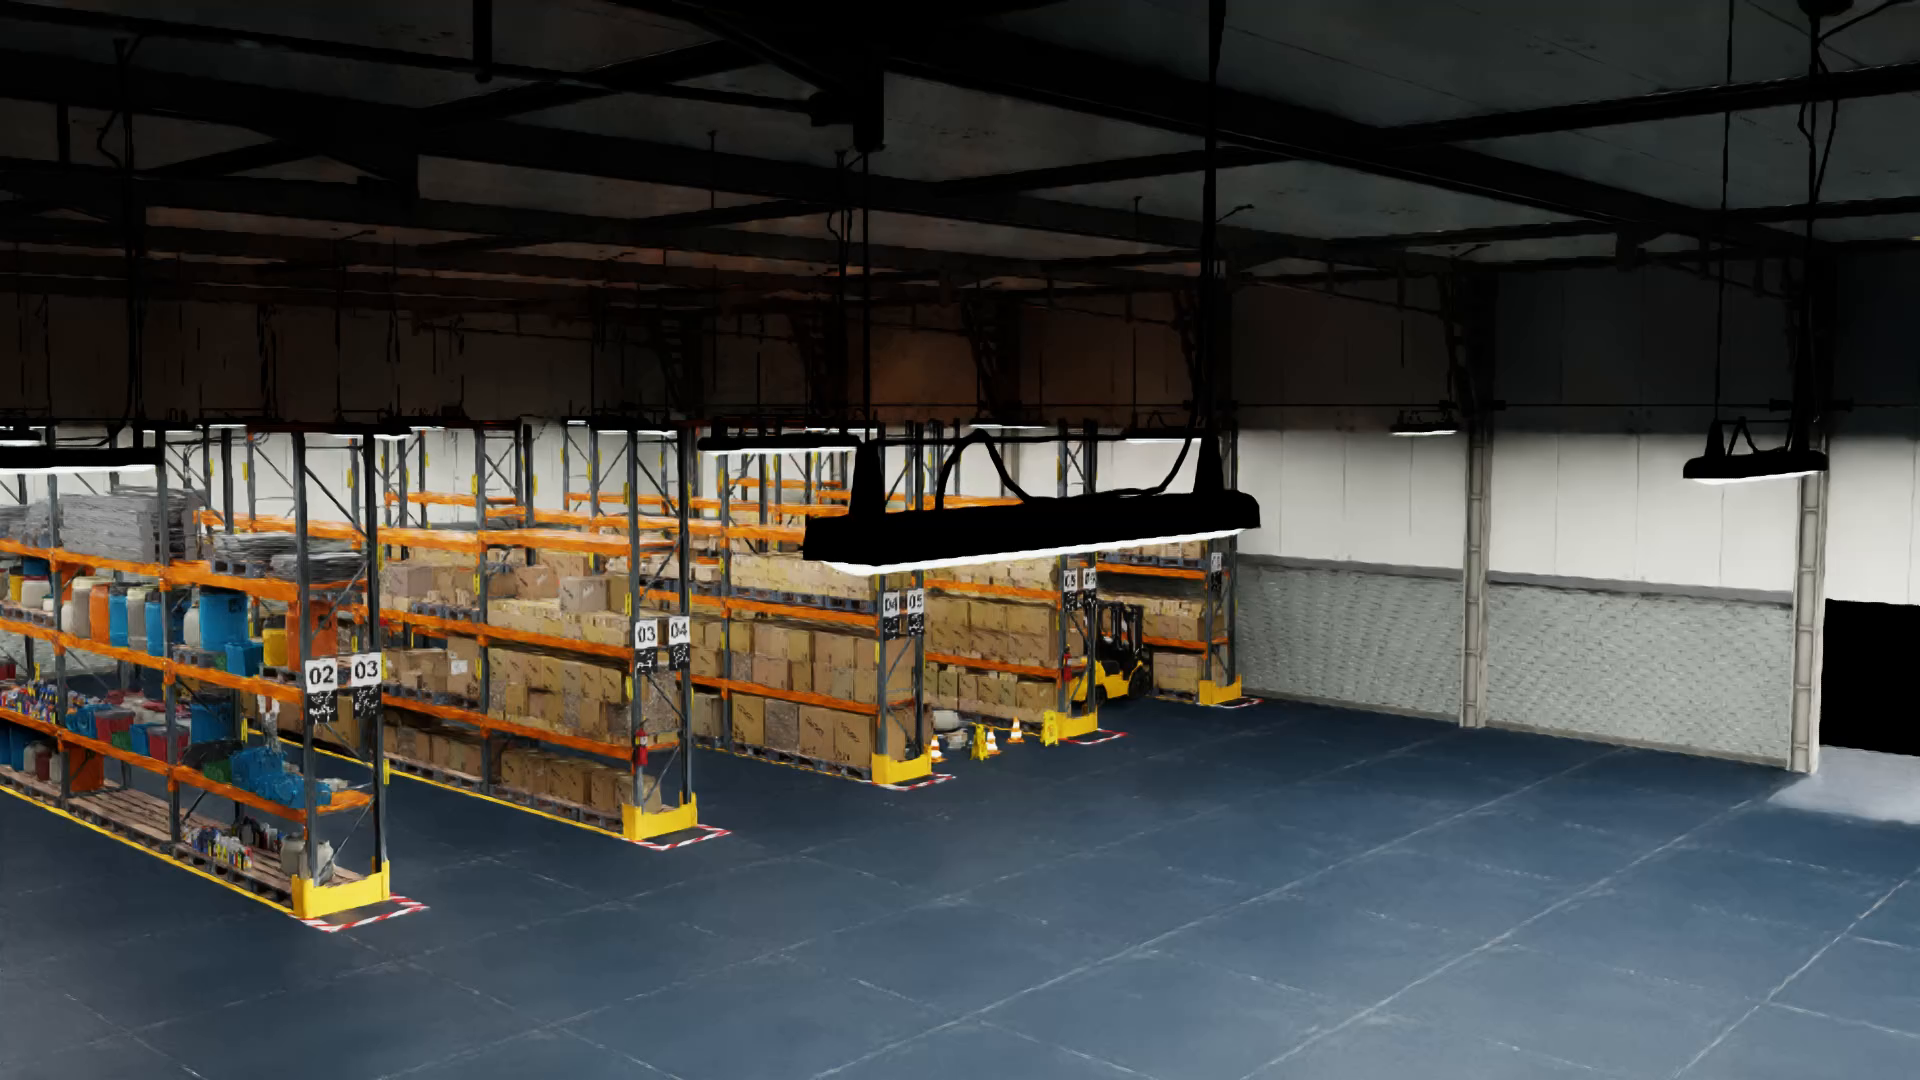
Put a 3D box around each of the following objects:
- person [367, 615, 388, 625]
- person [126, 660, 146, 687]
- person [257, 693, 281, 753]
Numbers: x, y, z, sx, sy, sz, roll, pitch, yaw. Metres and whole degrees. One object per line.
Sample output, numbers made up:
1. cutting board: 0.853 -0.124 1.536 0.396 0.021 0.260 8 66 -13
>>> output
1. person: -14.028 2.190 40.281 0.599 1.713 0.570 -1 5 -12
2. person: -18.629 2.476 37.423 0.505 1.591 0.939 -2 5 -26
3. person: -12.217 3.003 29.258 0.491 1.724 0.611 -1 5 -17
